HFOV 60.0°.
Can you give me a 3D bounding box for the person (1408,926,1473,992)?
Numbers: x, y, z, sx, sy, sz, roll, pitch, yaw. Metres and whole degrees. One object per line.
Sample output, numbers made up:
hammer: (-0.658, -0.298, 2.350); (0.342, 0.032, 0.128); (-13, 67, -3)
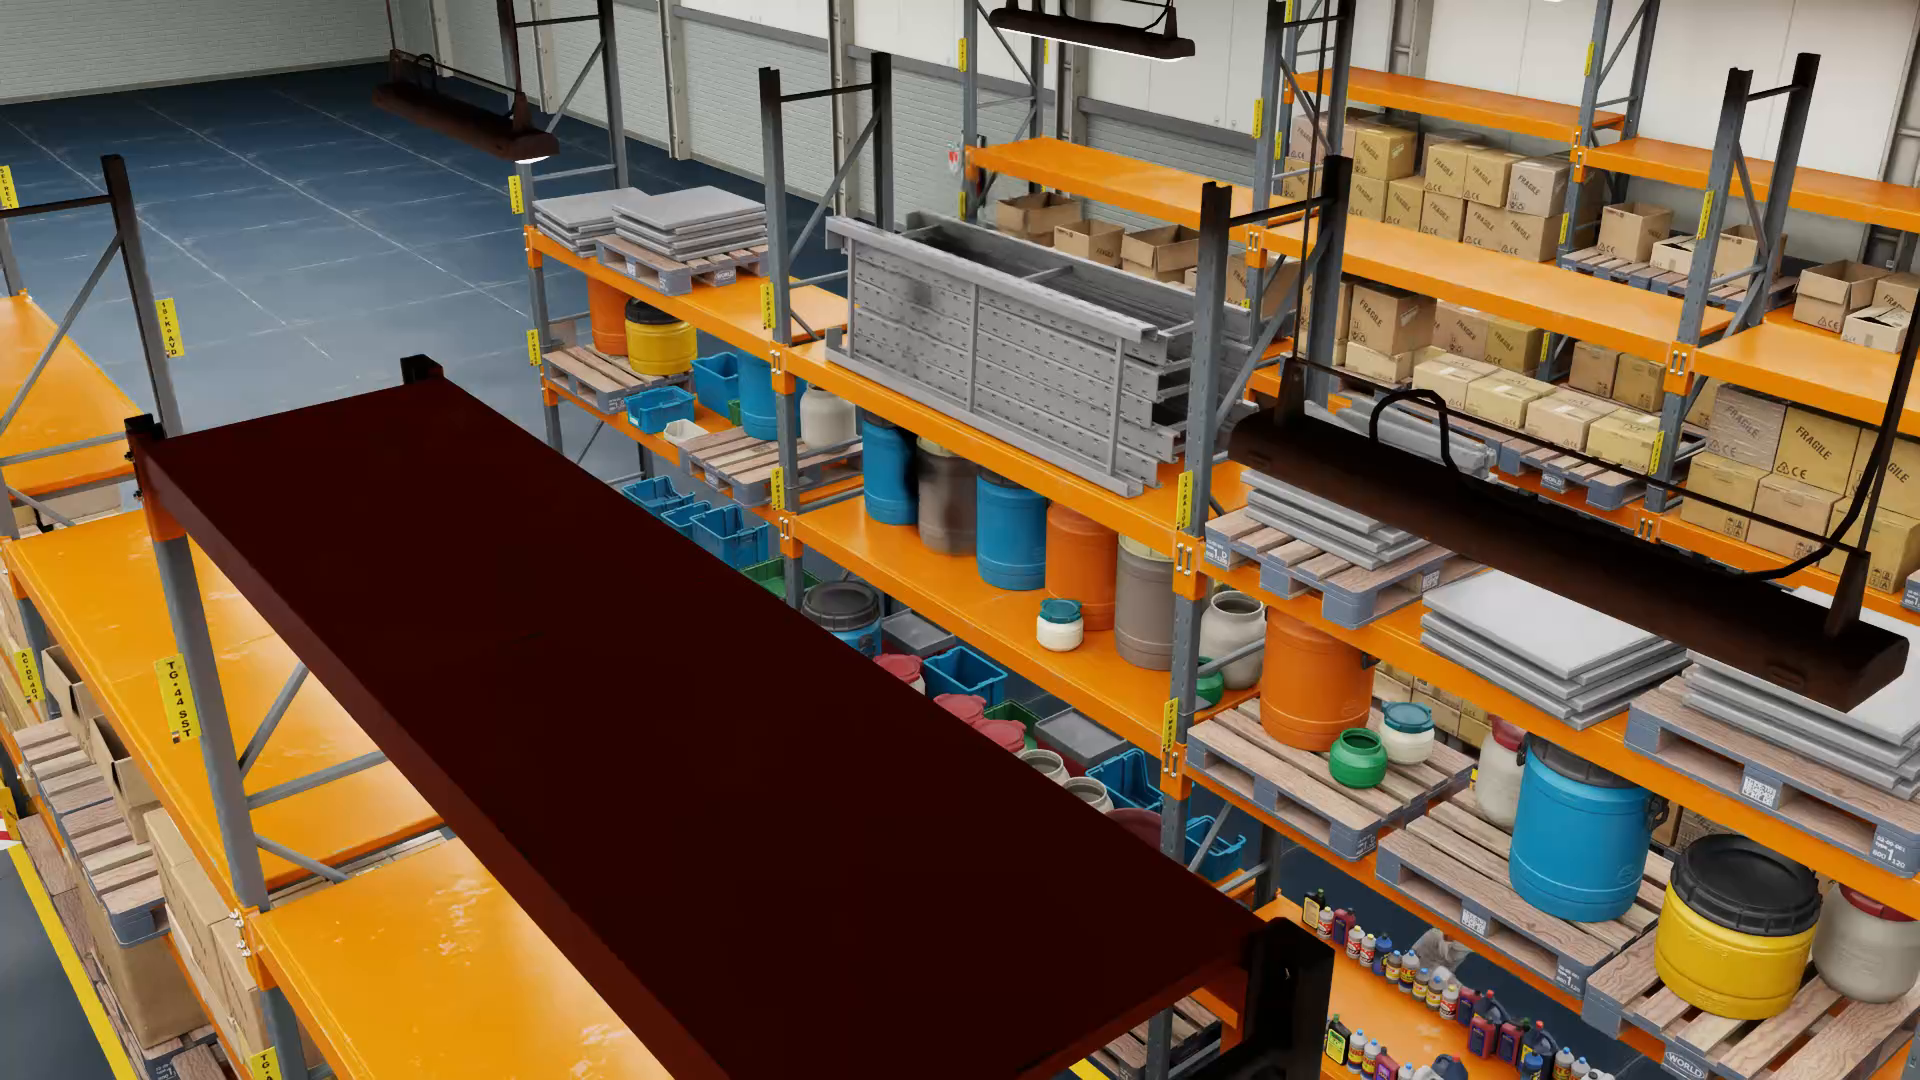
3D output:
person: (3.241, 2.576, 10.994); (0.707, 1.730, 0.678); (-21, 33, -36)
